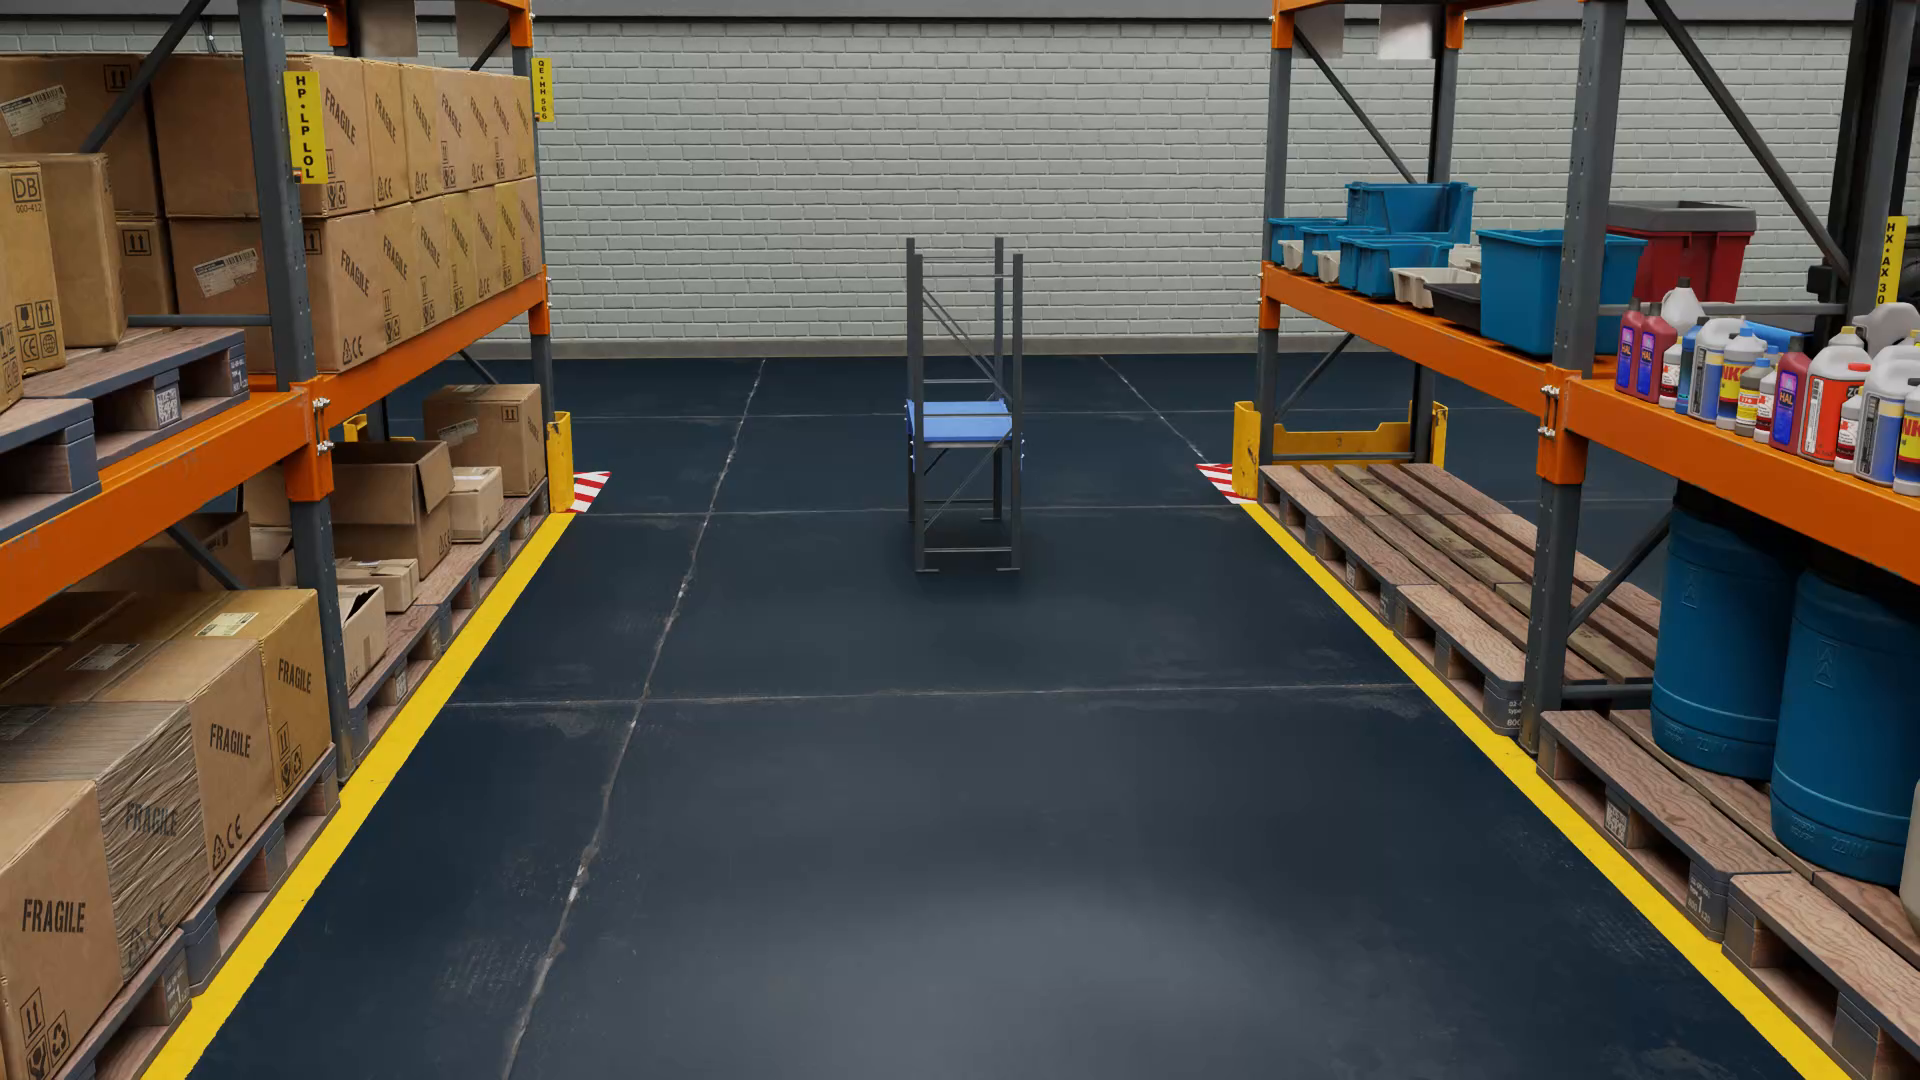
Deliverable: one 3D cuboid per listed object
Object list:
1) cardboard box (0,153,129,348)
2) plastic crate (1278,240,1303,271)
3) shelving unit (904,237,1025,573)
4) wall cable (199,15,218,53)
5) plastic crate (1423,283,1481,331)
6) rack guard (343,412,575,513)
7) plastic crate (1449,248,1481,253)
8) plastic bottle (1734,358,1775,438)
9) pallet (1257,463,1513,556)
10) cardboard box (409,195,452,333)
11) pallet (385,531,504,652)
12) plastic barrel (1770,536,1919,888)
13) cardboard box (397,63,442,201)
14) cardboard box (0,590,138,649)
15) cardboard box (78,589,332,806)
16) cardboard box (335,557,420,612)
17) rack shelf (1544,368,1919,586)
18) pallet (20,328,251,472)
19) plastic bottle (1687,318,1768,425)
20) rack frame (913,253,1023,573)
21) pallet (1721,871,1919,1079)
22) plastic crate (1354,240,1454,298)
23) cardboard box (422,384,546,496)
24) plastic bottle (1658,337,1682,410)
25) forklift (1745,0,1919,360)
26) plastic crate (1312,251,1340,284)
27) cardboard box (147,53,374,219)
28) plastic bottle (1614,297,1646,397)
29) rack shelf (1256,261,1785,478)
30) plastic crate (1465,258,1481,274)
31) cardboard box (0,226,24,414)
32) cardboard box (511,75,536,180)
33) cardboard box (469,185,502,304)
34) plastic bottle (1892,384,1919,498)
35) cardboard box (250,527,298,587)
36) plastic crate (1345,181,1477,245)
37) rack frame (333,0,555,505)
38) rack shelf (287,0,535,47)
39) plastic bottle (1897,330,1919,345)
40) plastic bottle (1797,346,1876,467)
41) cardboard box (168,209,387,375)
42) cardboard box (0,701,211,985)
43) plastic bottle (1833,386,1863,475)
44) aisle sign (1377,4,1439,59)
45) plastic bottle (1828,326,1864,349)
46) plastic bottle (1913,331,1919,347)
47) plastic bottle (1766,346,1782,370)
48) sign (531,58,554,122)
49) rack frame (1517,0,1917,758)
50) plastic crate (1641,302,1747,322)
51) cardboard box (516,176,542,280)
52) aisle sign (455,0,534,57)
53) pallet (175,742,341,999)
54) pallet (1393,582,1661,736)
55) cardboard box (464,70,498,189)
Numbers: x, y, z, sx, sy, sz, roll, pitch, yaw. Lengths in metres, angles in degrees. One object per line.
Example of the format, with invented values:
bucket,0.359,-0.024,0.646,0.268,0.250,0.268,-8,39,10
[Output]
cardboard box,-2.701,-0.791,4.538,0.700,0.500,0.500,-6,16,-22
plastic crate,1.813,-1.485,8.686,0.250,0.136,0.298,-1,14,-3
shelving unit,0.005,-0.705,8.257,0.538,1.500,1.048,-1,14,-3
wall cable,-7.692,-4.392,13.768,3.097,2.526,0.112,-1,14,-3
plastic crate,2.100,-0.906,6.460,0.437,0.125,0.590,-1,14,-3
rack guard,-2.750,-0.426,9.179,1.175,0.500,0.348,-1,14,-3
plastic crate,2.424,-1.360,8.201,0.396,0.136,0.243,-1,14,-3
plastic bottle,2.094,-0.374,4.361,0.097,0.201,0.097,0,14,0
pallet,2.202,-0.175,8.782,1.003,0.211,1.213,-1,14,-3
cardboard box,-2.330,-1.092,6.549,0.500,0.500,0.500,-1,14,-4
pallet,-2.627,0.215,7.268,1.003,0.211,1.213,-1,14,-3
plastic barrel,2.498,0.388,4.366,0.600,0.901,0.708,-1,14,-3
cardboard box,-2.319,-1.571,6.405,0.500,0.500,0.500,-1,14,-5
cardboard box,-2.720,0.461,4.849,0.500,0.500,0.500,-2,15,-6
cardboard box,-2.190,0.455,4.871,0.500,0.500,0.500,-1,14,-4
cardboard box,-2.381,0.176,6.627,0.380,0.166,0.250,-1,14,-3
rack shelf,2.561,0.110,3.524,1.077,0.370,4.000,-1,14,-3
pallet,-2.566,-0.367,4.319,1.003,0.211,1.213,-1,14,-3
plastic bottle,2.108,-0.464,4.559,0.152,0.276,0.135,-1,14,-3
rack frame,0.037,-0.579,7.766,0.500,1.500,0.032,-1,14,-3
pallet,2.522,1.111,3.785,1.003,0.211,1.213,-1,14,-3
plastic crate,1.976,-1.210,7.426,0.416,0.233,0.300,-1,14,-3
cardboard box,-2.475,-0.527,8.686,0.500,0.500,0.500,-1,14,-3
plastic bottle,2.068,-0.481,4.773,0.097,0.201,0.097,0,14,0
forklift,4.645,-1.223,7.399,1.130,2.935,3.031,-1,14,-4
plastic crate,1.855,-1.316,8.030,0.250,0.136,0.298,-1,14,-3
cardboard box,-2.255,-1.315,5.410,0.500,0.500,0.500,-1,14,-2
plastic bottle,2.034,-0.582,5.002,0.061,0.283,0.133,-1,14,-3
rack shelf,2.313,-0.885,7.391,1.077,0.370,4.000,-1,14,-3
plastic crate,2.503,-1.218,7.648,0.298,0.136,0.250,-1,14,-3
cardboard box,-2.336,-0.474,3.305,0.700,0.500,0.500,-5,15,-18
cardboard box,-2.453,-2.082,8.390,0.500,0.500,0.500,-1,14,-4
cardboard box,-2.394,-1.344,7.528,0.500,0.500,0.500,-1,14,-3
plastic bottle,2.137,-0.236,3.681,0.097,0.271,0.097,0,14,0
cardboard box,-2.872,0.105,6.613,0.500,0.311,0.500,-1,14,-3
plastic crate,2.396,-1.697,8.910,0.616,0.435,0.499,-1,14,-3
rack frame,-2.755,-1.655,8.941,1.000,3.000,0.127,-1,14,-3
rack shelf,-2.631,-2.262,6.723,1.077,0.370,4.000,-1,14,-3
plastic bottle,2.819,-0.519,4.921,0.097,0.201,0.097,0,14,0
plastic bottle,2.143,-0.325,4.018,0.152,0.276,0.135,-1,14,-3
cardboard box,-2.267,-0.840,5.571,0.500,0.500,0.500,-1,14,-2
cardboard box,-2.137,0.703,3.908,0.500,0.500,0.500,-1,14,-3
plastic bottle,2.123,-0.259,3.914,0.097,0.201,0.097,0,14,0
aisle sign,2.477,-3.012,8.997,0.394,0.787,0.004,-1,14,-3
plastic bottle,2.661,-0.540,5.006,0.097,0.201,0.097,0,14,0
plastic bottle,2.677,-0.487,4.496,0.144,0.351,0.185,-1,14,-3
plastic bottle,2.232,-0.435,4.594,0.097,0.201,0.097,0,14,0
sign,-2.200,-2.373,8.771,0.100,0.325,0.005,-1,14,-3
rack frame,2.437,-0.736,5.368,1.000,3.000,0.127,-1,14,-3
plastic crate,2.551,-0.755,5.852,0.396,0.136,0.243,-1,14,-3
cardboard box,-2.455,-1.597,8.512,0.500,0.500,0.500,0,14,-2
aisle sign,-2.453,-2.936,8.701,0.394,0.787,0.004,-1,14,-3
pallet,-2.419,0.892,4.638,1.003,0.211,1.213,-1,14,-3
pallet,2.353,0.432,6.424,1.003,0.211,1.213,-1,14,-3
cardboard box,-2.384,-1.827,7.401,0.500,0.500,0.500,0,14,-2
